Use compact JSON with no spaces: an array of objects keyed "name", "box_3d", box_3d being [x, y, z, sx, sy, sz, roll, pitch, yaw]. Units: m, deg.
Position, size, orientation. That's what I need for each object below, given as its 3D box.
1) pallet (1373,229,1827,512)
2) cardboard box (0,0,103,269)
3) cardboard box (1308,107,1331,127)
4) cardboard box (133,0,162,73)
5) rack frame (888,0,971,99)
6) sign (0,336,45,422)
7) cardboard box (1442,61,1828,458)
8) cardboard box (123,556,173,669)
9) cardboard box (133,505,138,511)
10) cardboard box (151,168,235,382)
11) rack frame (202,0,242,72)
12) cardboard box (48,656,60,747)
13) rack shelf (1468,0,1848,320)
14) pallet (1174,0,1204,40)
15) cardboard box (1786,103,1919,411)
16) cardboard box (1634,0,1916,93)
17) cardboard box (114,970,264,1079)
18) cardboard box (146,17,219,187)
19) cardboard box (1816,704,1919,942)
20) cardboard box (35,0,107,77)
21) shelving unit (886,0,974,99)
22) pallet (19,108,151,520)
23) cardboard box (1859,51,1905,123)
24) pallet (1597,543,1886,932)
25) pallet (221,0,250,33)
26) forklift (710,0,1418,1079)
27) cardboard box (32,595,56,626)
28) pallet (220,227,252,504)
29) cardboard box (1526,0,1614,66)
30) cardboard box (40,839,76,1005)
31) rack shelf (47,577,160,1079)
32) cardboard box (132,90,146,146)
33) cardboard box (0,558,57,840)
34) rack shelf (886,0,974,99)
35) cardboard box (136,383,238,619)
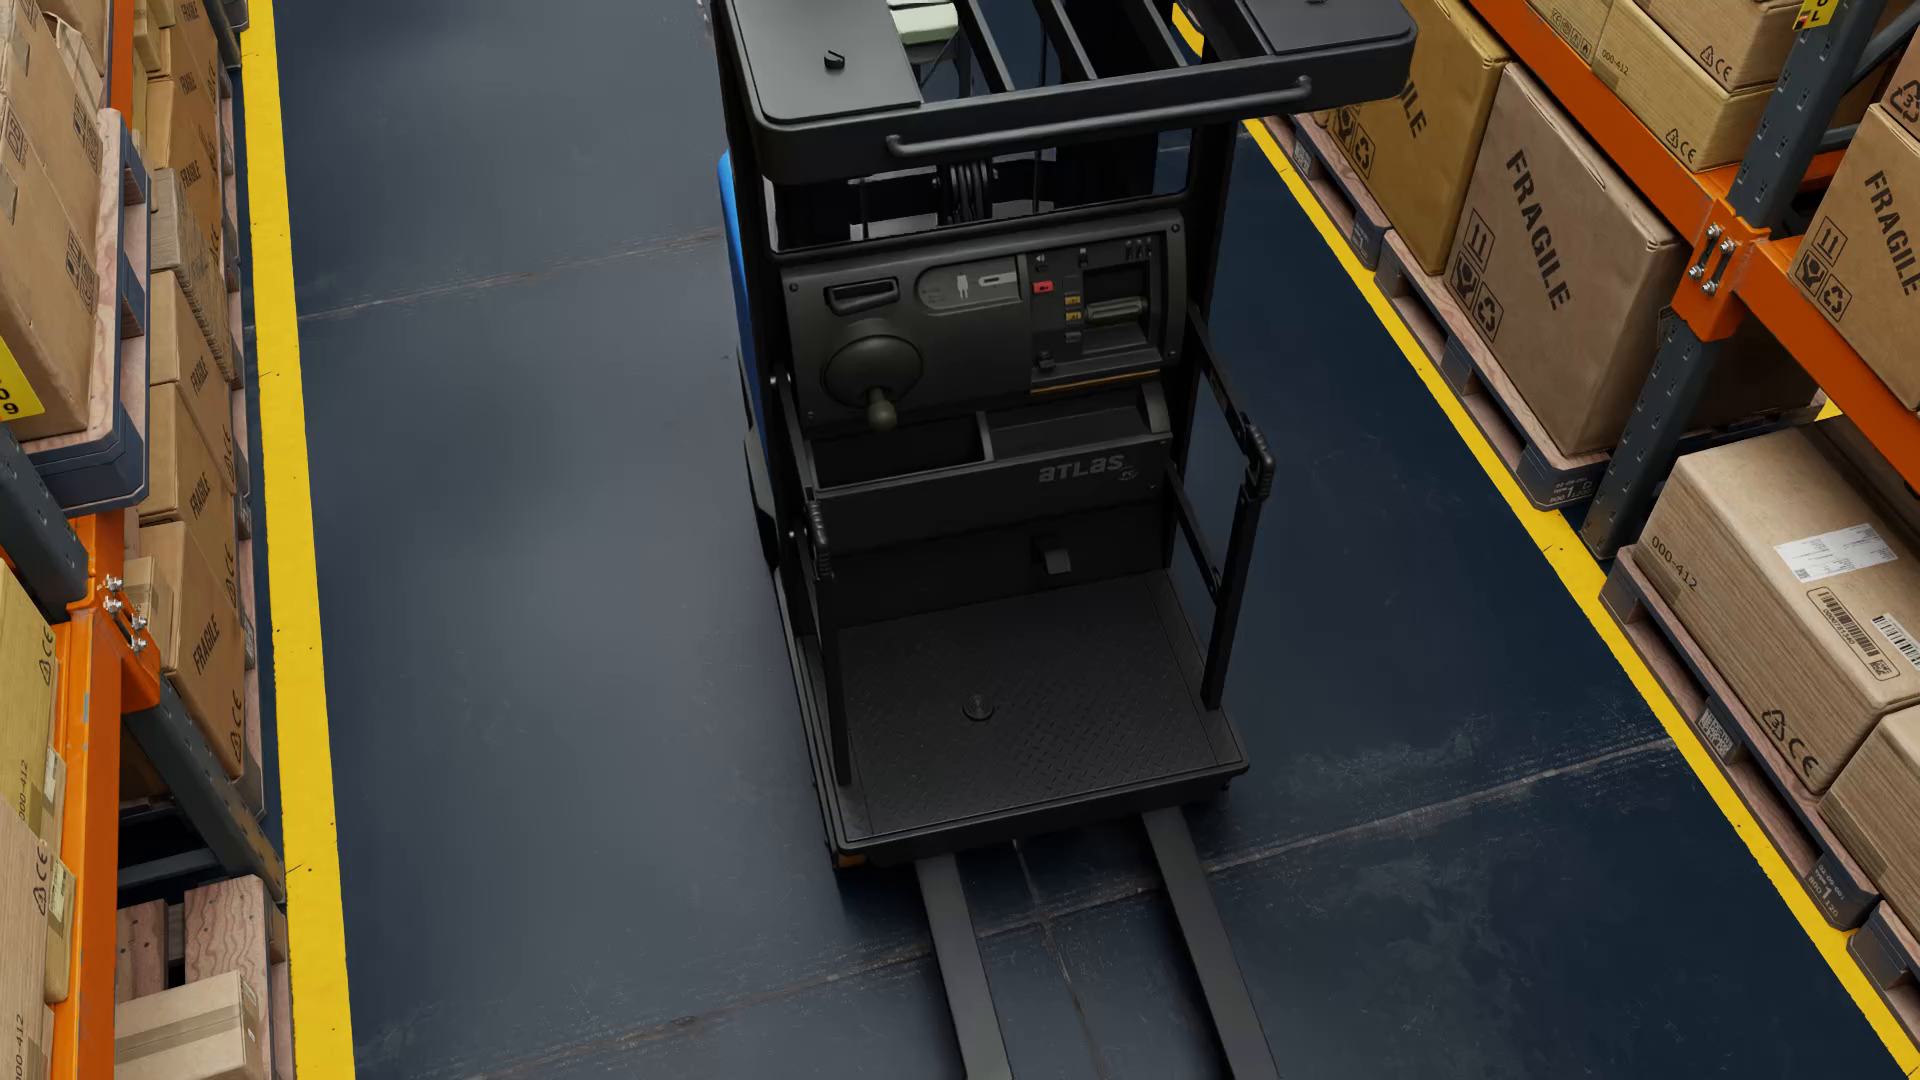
[{"name":"pallet","box_3d":[2.150,-0.701,5.703,1.003,0.211,1.213,-13,51,-11]},{"name":"cardboard box","box_3d":[-2.373,-0.878,3.688,0.700,0.500,0.500,-13,51,-11]},{"name":"cardboard box","box_3d":[1.652,-2.250,6.300,0.875,0.875,0.875,-13,51,-11]},{"name":"cardboard box","box_3d":[-2.939,-1.691,5.649,0.380,0.149,0.250,-15,51,-12]},{"name":"rack frame","box_3d":[-0.165,-1.093,5.191,0.400,1.500,0.023,-10,51,-9]},{"name":"sign","box_3d":[-1.774,-0.336,3.005,0.100,0.325,0.005,-13,51,-11]},{"name":"cardboard box","box_3d":[2.191,-0.939,5.194,0.875,0.875,0.875,-12,51,-10]},{"name":"cardboard box","box_3d":[-2.142,0.211,4.047,0.380,0.149,0.250,-11,51,-9]},{"name":"cardboard box","box_3d":[-2.385,-0.159,4.358,0.380,0.149,0.250,-16,52,-13]},{"name":"cardboard box","box_3d":[-2.676,-0.795,5.318,0.500,0.500,0.500,-15,51,-12]},{"name":"rack frame","box_3d":[-3.473,-2.850,5.691,1.000,3.000,0.127,-13,51,-11]},{"name":"cardboard box","box_3d":[-1.955,0.328,3.176,0.380,0.149,0.250,-13,51,-10]},{"name":"rack shelf","box_3d":[1.859,-2.282,5.683,1.077,0.370,4.000,-13,51,-11]},{"name":"pallet","box_3d":[1.429,-2.483,7.205,1.003,0.211,1.213,-13,51,-11]},{"name":"cardboard box","box_3d":[2.339,-0.684,3.799,0.500,0.500,0.500,-12,51,-10]},{"name":"cardboard box","box_3d":[2.088,-1.433,4.268,0.500,0.250,0.500,-13,51,-11]},{"name":"cardboard box","box_3d":[-1.845,1.196,3.870,0.380,0.149,0.250,-15,51,-12]},{"name":"cardboard box","box_3d":[-3.005,-1.551,5.956,0.500,0.500,0.500,-14,51,-12]},{"name":"cardboard box","box_3d":[2.799,0.774,4.037,0.875,0.438,0.875,-15,51,-12]},{"name":"cardboard box","box_3d":[-2.605,-1.451,4.172,0.700,0.500,0.500,-14,51,-11]},{"name":"shelving unit","box_3d":[-0.250,-1.365,5.420,0.431,1.500,0.755,-10,51,-9]},{"name":"pallet","box_3d":[-2.422,-0.475,3.814,1.003,0.211,1.213,-13,51,-11]},{"name":"cardboard box","box_3d":[2.572,-1.386,4.555,0.500,0.250,0.500,-14,51,-12]},{"name":"pallet","box_3d":[2.600,0.418,4.759,1.003,0.211,1.213,-13,51,-11]},{"name":"pallet","box_3d":[-3.679,-2.561,7.271,1.003,0.211,1.213,-13,51,-11]},{"name":"forklift","box_3d":[0.119,-0.391,3.663,1.130,2.935,3.031,-10,51,-9]},{"name":"cardboard box","box_3d":[-2.200,0.128,3.921,0.380,0.149,0.250,-14,51,-12]},{"name":"pallet","box_3d":[-2.931,-0.508,5.540,1.003,0.211,1.213,-13,51,-11]},{"name":"cardboard box","box_3d":[1.927,-1.648,4.775,0.500,0.250,0.500,-14,51,-11]},{"name":"cardboard box","box_3d":[-1.757,0.698,2.864,0.380,0.149,0.250,-12,51,-10]},{"name":"rack shelf","box_3d":[-1.699,1.764,2.271,1.077,0.370,4.000,-13,51,-11]},{"name":"cardboard box","box_3d":[-2.830,-1.305,5.325,0.380,0.149,0.250,-14,51,-12]},{"name":"cardboard box","box_3d":[-1.907,0.341,2.904,0.500,0.250,0.500,-12,51,-10]},{"name":"rack shelf","box_3d":[-0.250,-1.617,5.122,0.431,0.370,0.720,-10,51,-9]},{"name":"cardboard box","box_3d":[-2.385,-0.049,4.690,0.500,0.500,0.500,-14,51,-11]}]
